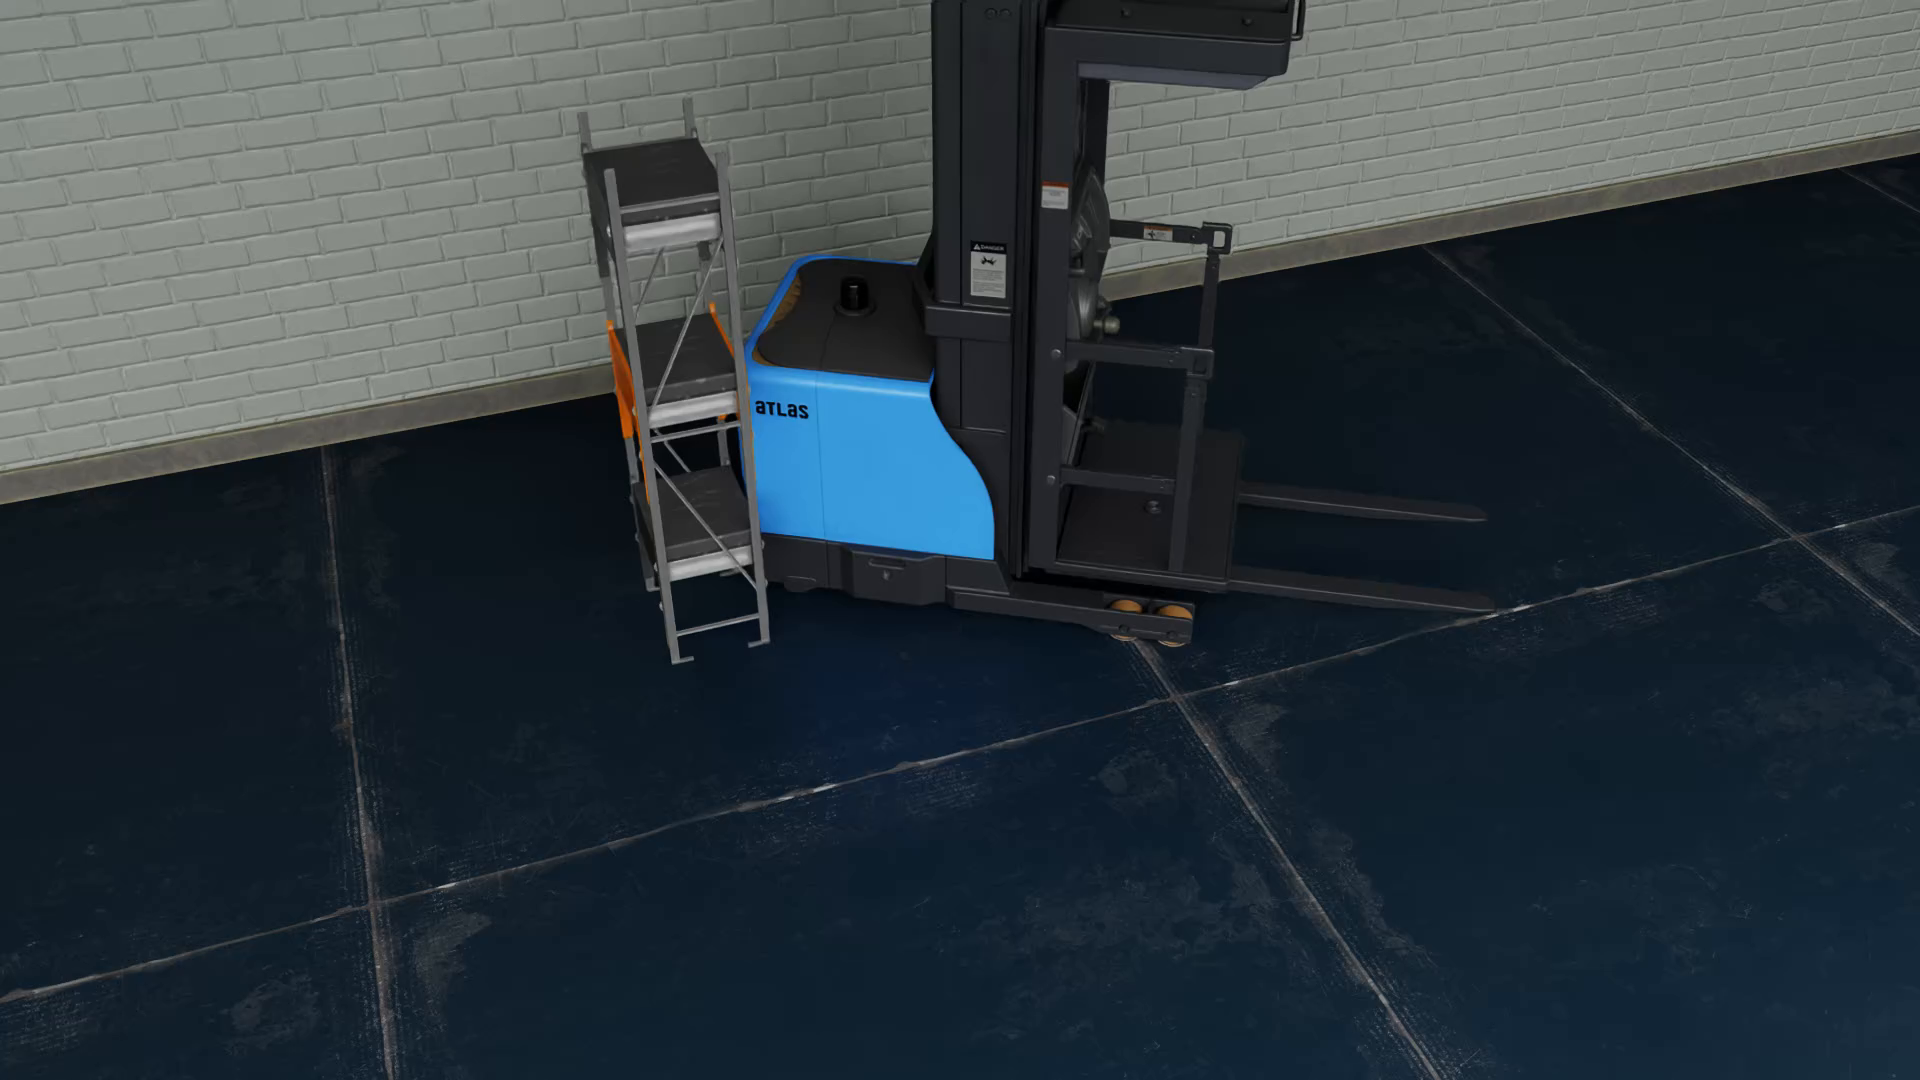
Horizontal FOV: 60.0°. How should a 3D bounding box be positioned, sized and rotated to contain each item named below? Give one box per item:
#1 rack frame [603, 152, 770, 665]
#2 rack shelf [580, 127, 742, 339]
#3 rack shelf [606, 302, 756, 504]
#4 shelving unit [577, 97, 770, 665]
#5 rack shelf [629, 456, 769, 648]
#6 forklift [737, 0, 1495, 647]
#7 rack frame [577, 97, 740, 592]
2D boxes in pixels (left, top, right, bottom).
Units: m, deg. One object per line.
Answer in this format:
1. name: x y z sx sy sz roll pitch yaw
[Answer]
1. rack frame: -0.956 -0.389 6.021 0.400 2.100 0.015 -12 39 -16
2. rack shelf: -1.040 -1.075 5.791 0.431 0.518 0.480 -12 39 -16
3. rack shelf: -1.040 -0.516 6.212 0.431 0.518 0.480 -12 39 -16
4. shelving unit: -1.040 -0.527 6.204 0.431 2.100 0.503 -12 39 -16
5. rack shelf: -1.040 0.043 6.633 0.431 0.518 0.480 -12 39 -16
6. forklift: 0.676 -1.091 6.262 3.031 2.935 1.130 7 38 9
7. rack frame: -1.124 -0.664 6.387 0.400 2.100 0.015 -12 39 -16
